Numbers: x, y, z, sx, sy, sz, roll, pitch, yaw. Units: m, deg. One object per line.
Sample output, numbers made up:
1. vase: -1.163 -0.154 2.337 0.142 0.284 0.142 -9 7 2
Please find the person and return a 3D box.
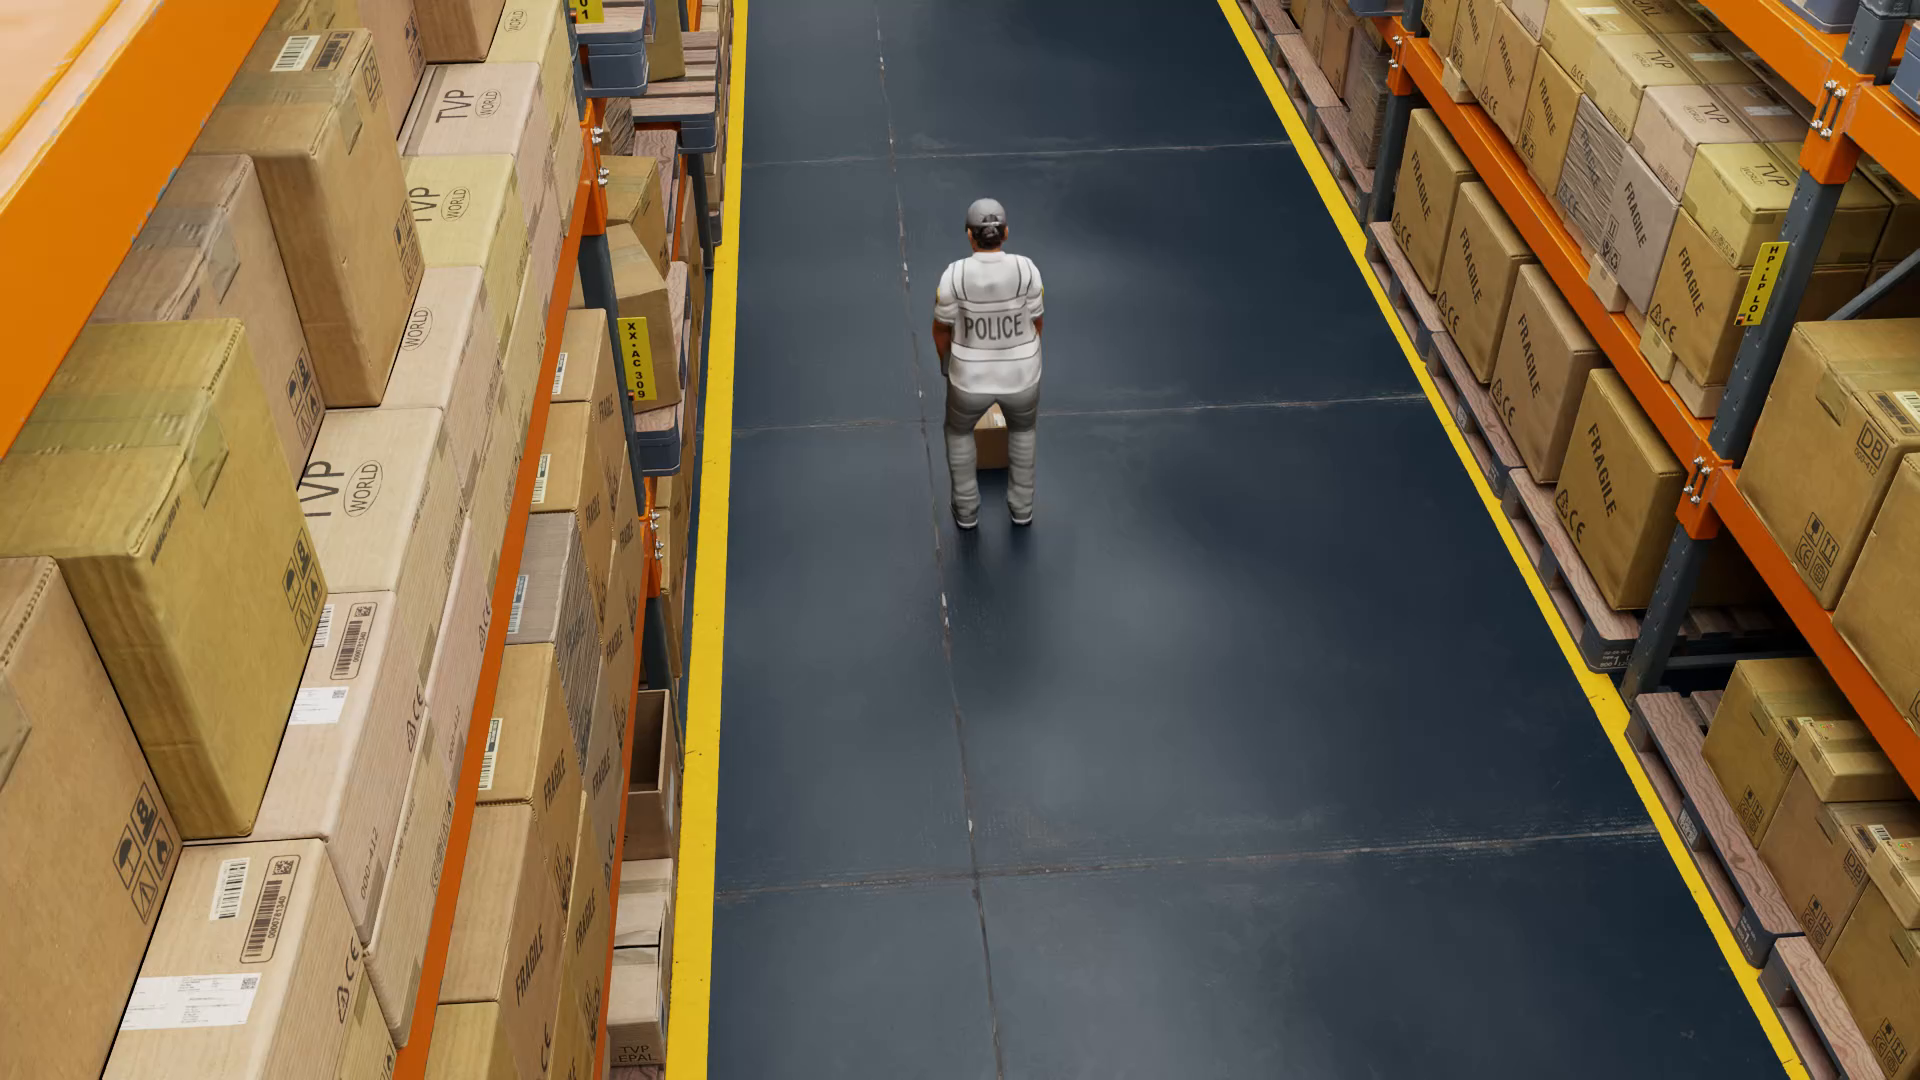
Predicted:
1. person: 0.135 -0.533 7.914 0.527 0.811 0.870 -3 39 -4
